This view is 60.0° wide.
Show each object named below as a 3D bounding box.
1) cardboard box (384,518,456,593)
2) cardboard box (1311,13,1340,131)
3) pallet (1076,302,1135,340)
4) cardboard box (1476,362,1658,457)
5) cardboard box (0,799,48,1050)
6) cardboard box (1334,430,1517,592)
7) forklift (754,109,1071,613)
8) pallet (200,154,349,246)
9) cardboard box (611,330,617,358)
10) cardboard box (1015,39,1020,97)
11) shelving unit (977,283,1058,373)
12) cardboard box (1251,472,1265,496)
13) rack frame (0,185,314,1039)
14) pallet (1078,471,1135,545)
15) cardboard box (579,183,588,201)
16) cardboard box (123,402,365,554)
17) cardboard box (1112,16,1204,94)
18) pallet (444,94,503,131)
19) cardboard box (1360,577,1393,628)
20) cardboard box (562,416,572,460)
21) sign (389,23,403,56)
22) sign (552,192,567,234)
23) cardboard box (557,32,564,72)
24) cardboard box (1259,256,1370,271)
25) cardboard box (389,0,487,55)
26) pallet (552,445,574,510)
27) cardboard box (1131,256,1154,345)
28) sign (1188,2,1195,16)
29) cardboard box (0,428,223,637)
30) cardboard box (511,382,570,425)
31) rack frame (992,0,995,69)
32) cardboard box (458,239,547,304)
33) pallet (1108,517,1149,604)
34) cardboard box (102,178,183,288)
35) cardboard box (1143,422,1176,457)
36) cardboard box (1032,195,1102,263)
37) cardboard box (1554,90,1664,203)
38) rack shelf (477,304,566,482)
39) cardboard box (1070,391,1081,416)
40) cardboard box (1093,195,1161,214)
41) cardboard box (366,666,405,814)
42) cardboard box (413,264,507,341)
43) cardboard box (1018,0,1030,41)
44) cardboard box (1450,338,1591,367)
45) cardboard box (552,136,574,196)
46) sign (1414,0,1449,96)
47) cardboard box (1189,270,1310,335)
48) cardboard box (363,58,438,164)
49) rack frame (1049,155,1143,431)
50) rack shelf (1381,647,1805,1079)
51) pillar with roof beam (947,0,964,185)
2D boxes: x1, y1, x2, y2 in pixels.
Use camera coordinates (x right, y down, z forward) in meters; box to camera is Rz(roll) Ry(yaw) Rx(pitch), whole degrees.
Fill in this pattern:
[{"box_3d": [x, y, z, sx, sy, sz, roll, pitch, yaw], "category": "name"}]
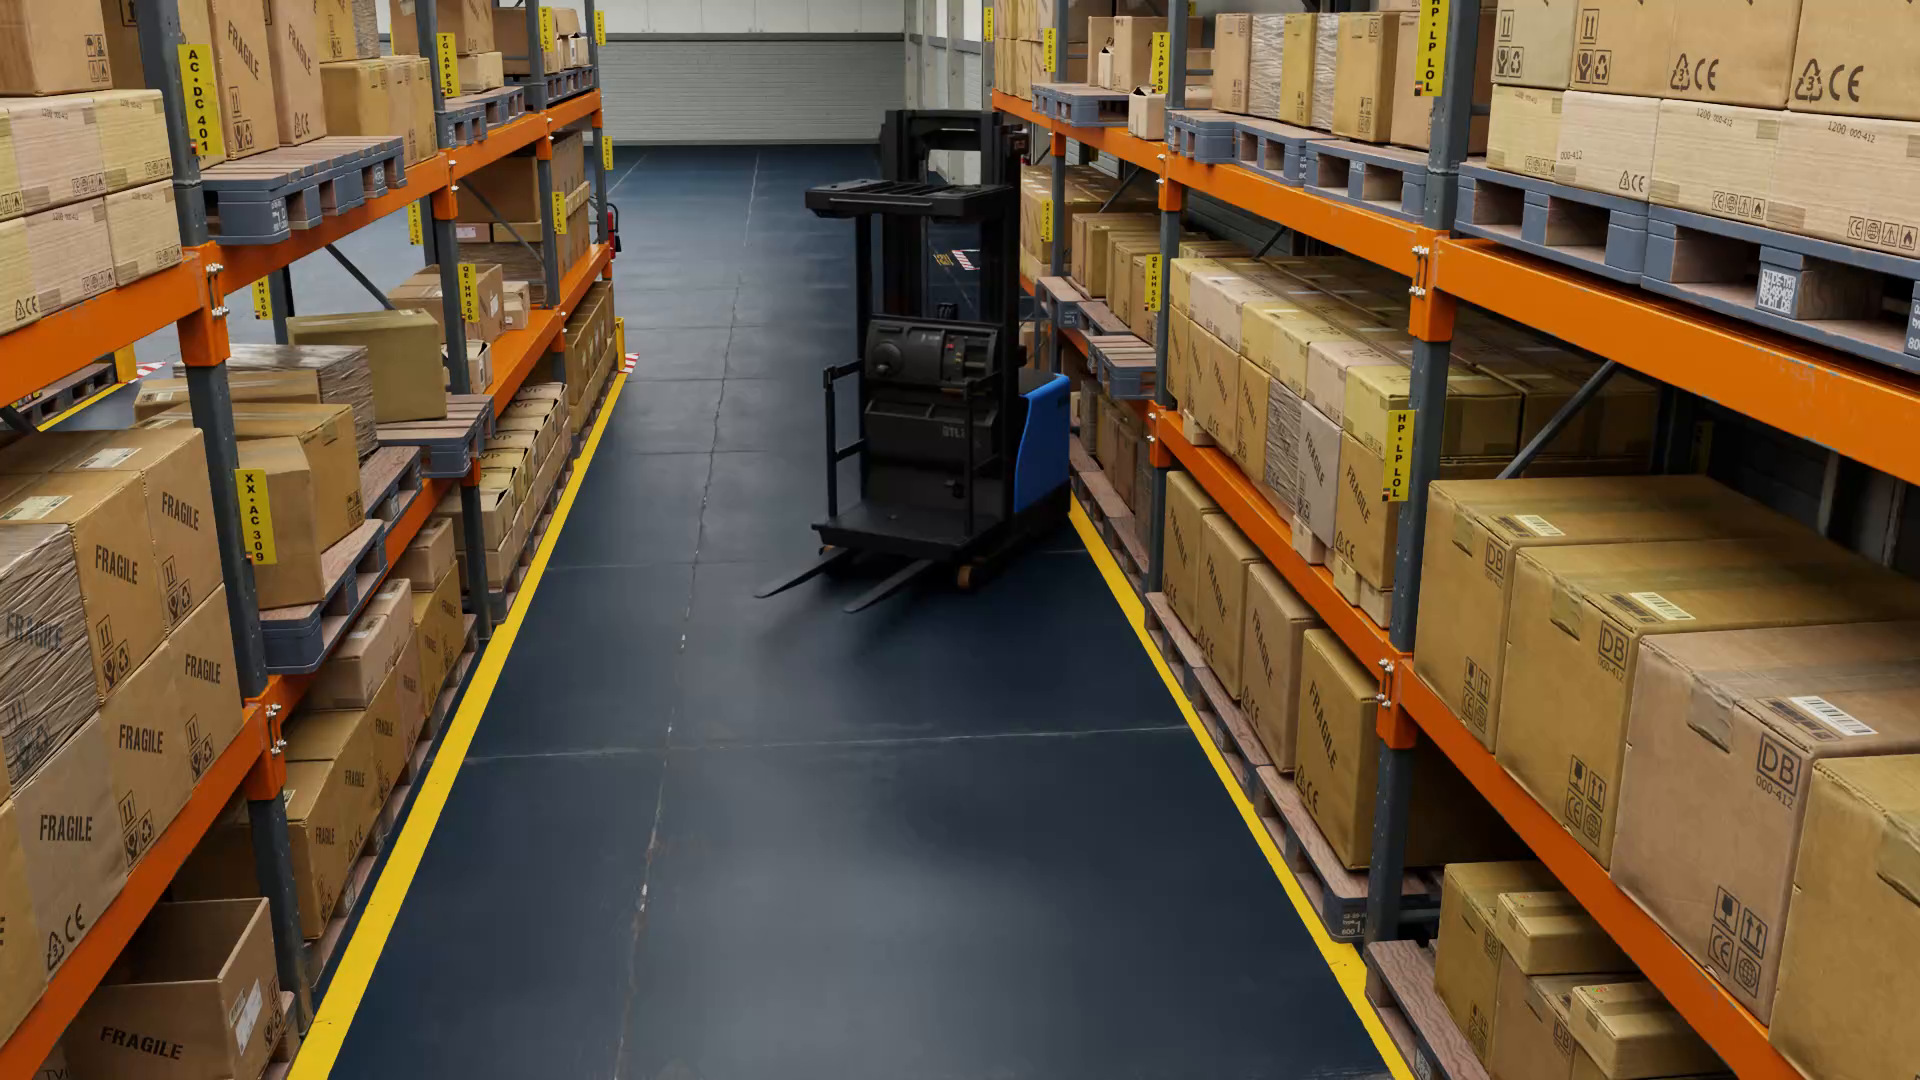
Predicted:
[{"box_3d": [-2.929, 0.078, 8.608, 0.500, 0.250, 0.500, -1, 17, -4], "category": "cardboard box"}, {"box_3d": [1.979, -2.067, 7.344, 0.700, 0.500, 0.500, -2, 18, -6], "category": "cardboard box"}, {"box_3d": [1.413, -1.486, 11.724, 1.003, 0.211, 1.213, -2, 18, -6], "category": "pallet"}, {"box_3d": [2.282, -0.500, 6.312, 0.500, 0.250, 0.500, -1, 17, -4], "category": "cardboard box"}, {"box_3d": [-2.384, 0.908, 3.610, 0.500, 0.500, 0.500, -2, 17, -5], "category": "cardboard box"}, {"box_3d": [1.772, -0.127, 6.375, 0.500, 0.500, 0.500, -2, 18, -7], "category": "cardboard box"}, {"box_3d": [-0.280, -1.221, 10.672, 1.130, 2.935, 3.031, 8, 19, 24], "category": "forklift"}, {"box_3d": [-2.854, -1.181, 5.738, 1.213, 0.211, 1.003, -2, 18, -6], "category": "pallet"}, {"box_3d": [-3.745, -1.956, 16.791, 0.500, 0.250, 0.500, -2, 18, -6], "category": "cardboard box"}, {"box_3d": [0.773, -4.279, 15.091, 0.500, 0.500, 0.500, -1, 17, -2], "category": "cardboard box"}, {"box_3d": [0.427, -1.143, 12.813, 0.587, 1.500, 1.083, -1, 17, -4], "category": "shelving unit"}, {"box_3d": [1.631, -0.317, 8.065, 0.380, 0.149, 0.250, -2, 18, -5], "category": "cardboard box"}, {"box_3d": [-2.856, 0.357, 5.534, 1.000, 3.000, 0.127, -2, 18, -6], "category": "rack frame"}, {"box_3d": [1.456, -0.254, 12.135, 1.003, 0.211, 1.213, -2, 18, -6], "category": "pallet"}, {"box_3d": [-3.837, -3.390, 16.217, 0.380, 0.149, 0.250, -1, 17, -4], "category": "cardboard box"}, {"box_3d": [-2.817, -0.242, 6.574, 0.700, 0.500, 0.500, 1, 17, 3], "category": "cardboard box"}, {"box_3d": [1.350, -3.327, 11.392, 0.500, 0.500, 0.500, -2, 18, -8], "category": "cardboard box"}, {"box_3d": [-3.546, -2.709, 10.605, 1.003, 0.211, 1.213, -1, 17, -3], "category": "pallet"}, {"box_3d": [1.754, 0.221, 6.352, 0.380, 0.149, 0.250, -2, 18, -5], "category": "cardboard box"}, {"box_3d": [-3.350, -0.801, 13.109, 0.500, 0.250, 0.500, -2, 18, -6], "category": "cardboard box"}, {"box_3d": [-4.233, -3.725, 12.531, 0.100, 0.325, 0.005, -2, 18, -6], "category": "sign"}, {"box_3d": [-3.143, -2.561, 13.027, 0.100, 0.325, 0.005, -2, 18, -6], "category": "sign"}, {"box_3d": [-3.527, -4.002, 13.622, 0.500, 0.311, 0.500, -3, 18, -9], "category": "cardboard box"}, {"box_3d": [1.963, -1.419, 9.241, 0.500, 0.250, 0.500, -1, 17, -4], "category": "cardboard box"}, {"box_3d": [-3.575, -3.591, 11.396, 0.500, 0.500, 0.500, 0, 17, 0], "category": "cardboard box"}, {"box_3d": [-3.567, -0.478, 12.848, 1.003, 0.211, 1.213, -2, 18, -6], "category": "pallet"}, {"box_3d": [1.515, -1.552, 10.712, 0.700, 0.500, 0.500, -3, 18, -11], "category": "cardboard box"}, {"box_3d": [1.797, -4.065, 13.089, 0.100, 0.325, 0.005, -2, 18, -6], "category": "sign"}, {"box_3d": [-2.547, -0.026, 4.914, 0.500, 0.500, 0.500, -2, 18, -5], "category": "cardboard box"}, {"box_3d": [-3.354, -1.071, 13.034, 0.500, 0.311, 0.500, -2, 18, -6], "category": "cardboard box"}, {"box_3d": [0.833, -6.235, 16.514, 1.000, 3.000, 0.127, -2, 18, -6], "category": "rack frame"}, {"box_3d": [-3.733, -2.207, 13.531, 0.700, 0.500, 0.500, -2, 18, -7], "category": "cardboard box"}, {"box_3d": [1.579, 0.108, 10.980, 1.003, 0.211, 1.213, -2, 18, -6], "category": "pallet"}, {"box_3d": [-2.542, -0.866, 4.671, 0.500, 0.250, 0.500, -2, 18, -6], "category": "cardboard box"}, {"box_3d": [1.535, -0.749, 11.242, 0.500, 0.250, 0.500, -1, 17, -5], "category": "cardboard box"}, {"box_3d": [0.889, -2.608, 13.942, 0.500, 0.500, 0.500, -2, 18, -6], "category": "cardboard box"}, {"box_3d": [1.918, -1.039, 4.353, 0.500, 0.250, 0.500, -2, 18, -7], "category": "cardboard box"}, {"box_3d": [-3.475, -1.088, 11.335, 1.077, 0.370, 4.000, -2, 18, -6], "category": "rack shelf"}, {"box_3d": [1.160, -1.198, 14.480, 0.380, 0.166, 0.250, -4, 18, -13], "category": "cardboard box"}, {"box_3d": [1.405, -2.623, 13.990, 0.500, 0.500, 0.500, -2, 18, -7], "category": "cardboard box"}, {"box_3d": [-2.774, 0.880, 7.305, 0.500, 0.500, 0.500, -2, 17, -5], "category": "cardboard box"}, {"box_3d": [-3.564, -1.688, 11.880, 0.500, 0.500, 0.500, -1, 17, -2], "category": "cardboard box"}, {"box_3d": [0.793, -4.606, 14.462, 0.500, 0.500, 0.500, -2, 18, -8], "category": "cardboard box"}, {"box_3d": [2.222, -0.655, 6.808, 0.500, 0.250, 0.500, -2, 17, -5], "category": "cardboard box"}, {"box_3d": [-3.941, -3.423, 15.241, 0.700, 0.500, 0.500, -2, 18, -5], "category": "cardboard box"}, {"box_3d": [1.532, -1.606, 5.388, 0.100, 0.325, 0.005, -2, 18, -6], "category": "sign"}, {"box_3d": [1.505, -1.243, 8.679, 0.500, 0.250, 0.500, -2, 18, -6], "category": "cardboard box"}, {"box_3d": [-3.190, -2.185, 8.455, 0.910, 0.500, 0.500, -2, 18, -6], "category": "cardboard box"}, {"box_3d": [1.245, -2.181, 13.617, 1.000, 3.000, 0.127, -2, 18, -6], "category": "rack frame"}, {"box_3d": [2.277, 1.142, 4.234, 1.077, 0.370, 4.000, -2, 18, -6], "category": "rack shelf"}, {"box_3d": [-4.373, -11.283, 32.593, 9.100, 9.000, 0.400, -2, 18, -6], "category": "pillar with roof beam"}]
